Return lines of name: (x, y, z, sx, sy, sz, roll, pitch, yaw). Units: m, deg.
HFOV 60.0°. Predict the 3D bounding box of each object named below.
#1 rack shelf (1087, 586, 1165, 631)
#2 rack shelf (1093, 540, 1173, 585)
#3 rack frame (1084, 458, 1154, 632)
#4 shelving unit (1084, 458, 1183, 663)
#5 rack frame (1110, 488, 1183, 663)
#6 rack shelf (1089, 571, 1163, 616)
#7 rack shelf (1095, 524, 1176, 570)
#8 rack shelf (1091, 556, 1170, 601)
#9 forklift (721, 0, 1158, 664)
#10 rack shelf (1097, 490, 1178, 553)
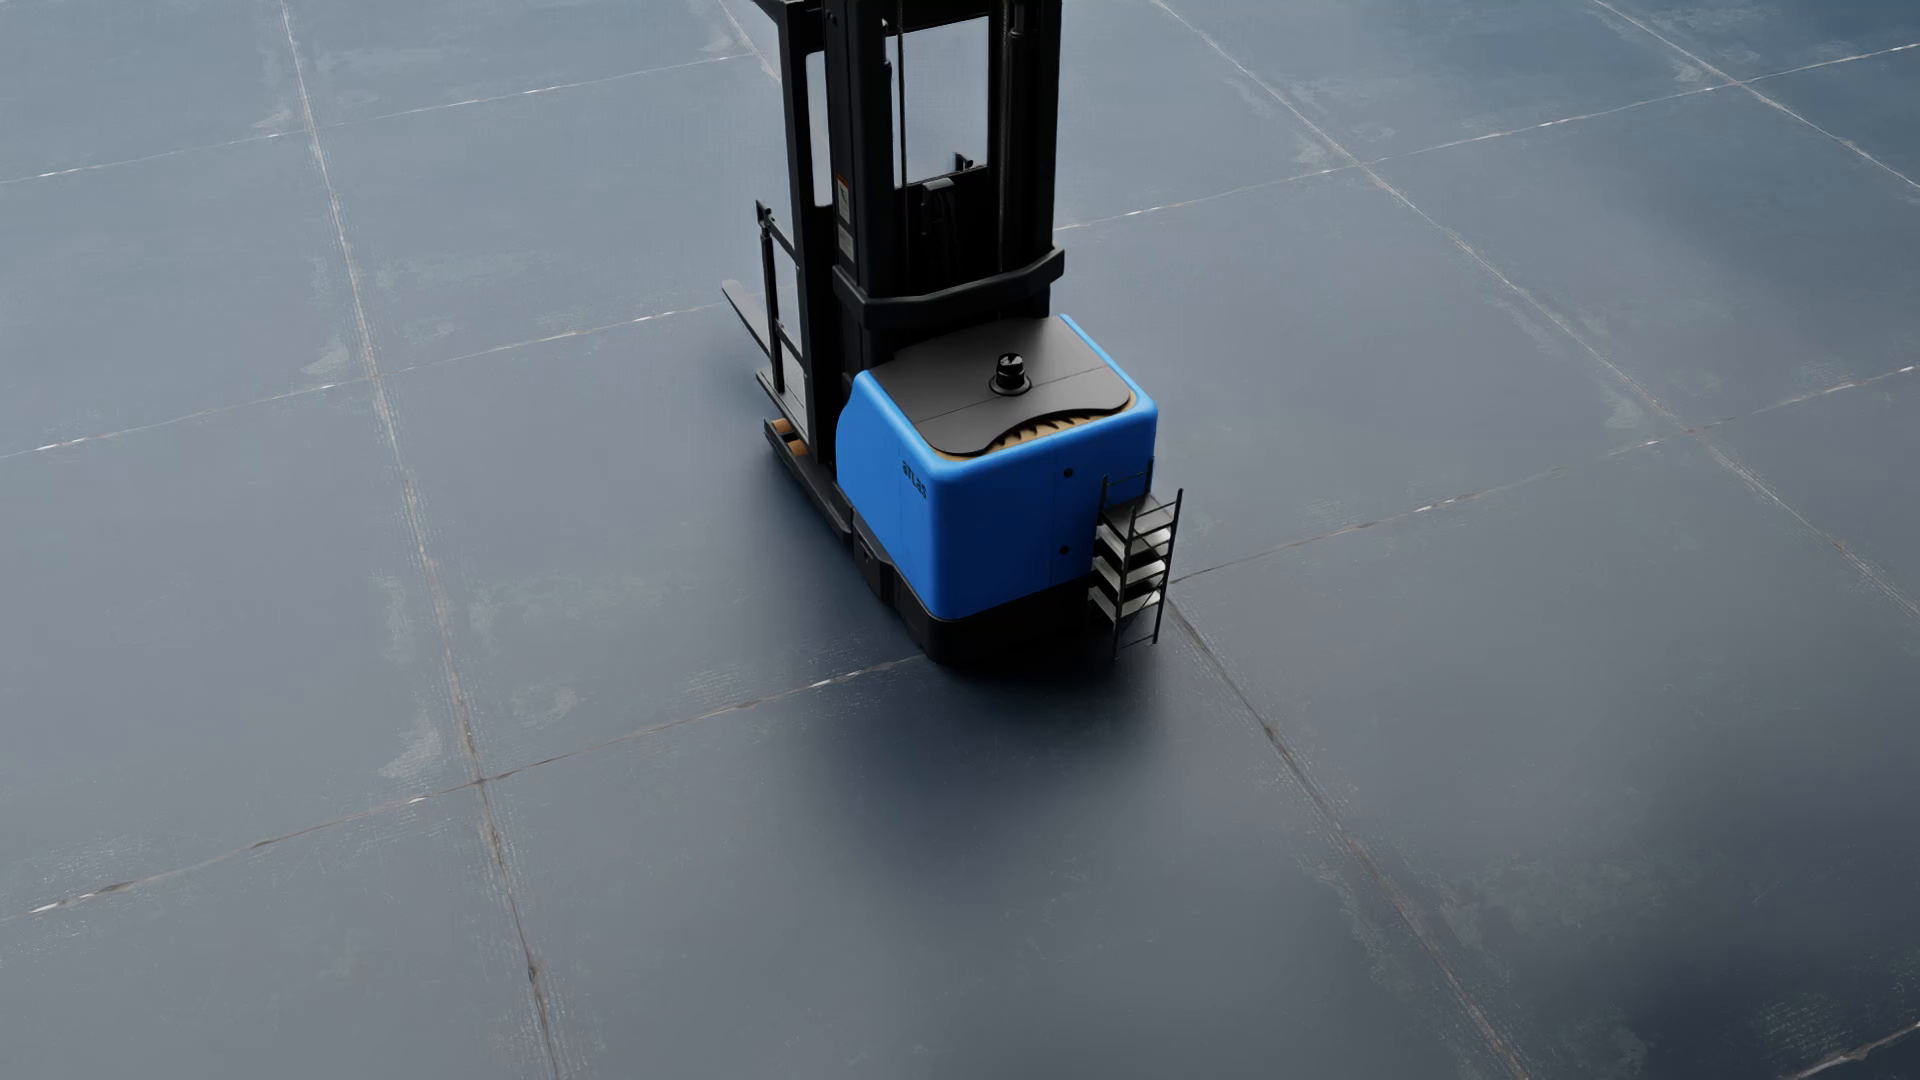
rack shelf: (0.698, 0.249, 7.006, 0.258, 0.077, 0.200, -21, 49, -22)
rack shelf: (0.708, 0.055, 6.818, 0.258, 0.077, 0.200, -21, 49, -22)
rack frame: (0.655, 0.033, 6.919, 0.240, 0.900, 0.006, -21, 49, -22)
shelving unit: (0.706, 0.096, 6.857, 0.258, 0.900, 0.210, -21, 49, -22)
rack frame: (0.756, 0.158, 6.795, 0.240, 0.900, 0.006, -21, 49, -22)
rack shelf: (0.701, 0.184, 6.943, 0.258, 0.077, 0.200, -21, 49, -22)
rack shelf: (0.711, -0.010, 6.755, 0.258, 0.077, 0.200, -21, 49, -22)
rack shelf: (0.705, 0.120, 6.881, 0.258, 0.077, 0.200, -21, 49, -22)
forklift: (-0.301, -1.549, 7.223, 1.130, 2.935, 3.031, -18, 44, -20)
rack shelf: (0.714, -0.074, 6.693, 0.258, 0.077, 0.200, -21, 49, -22)
